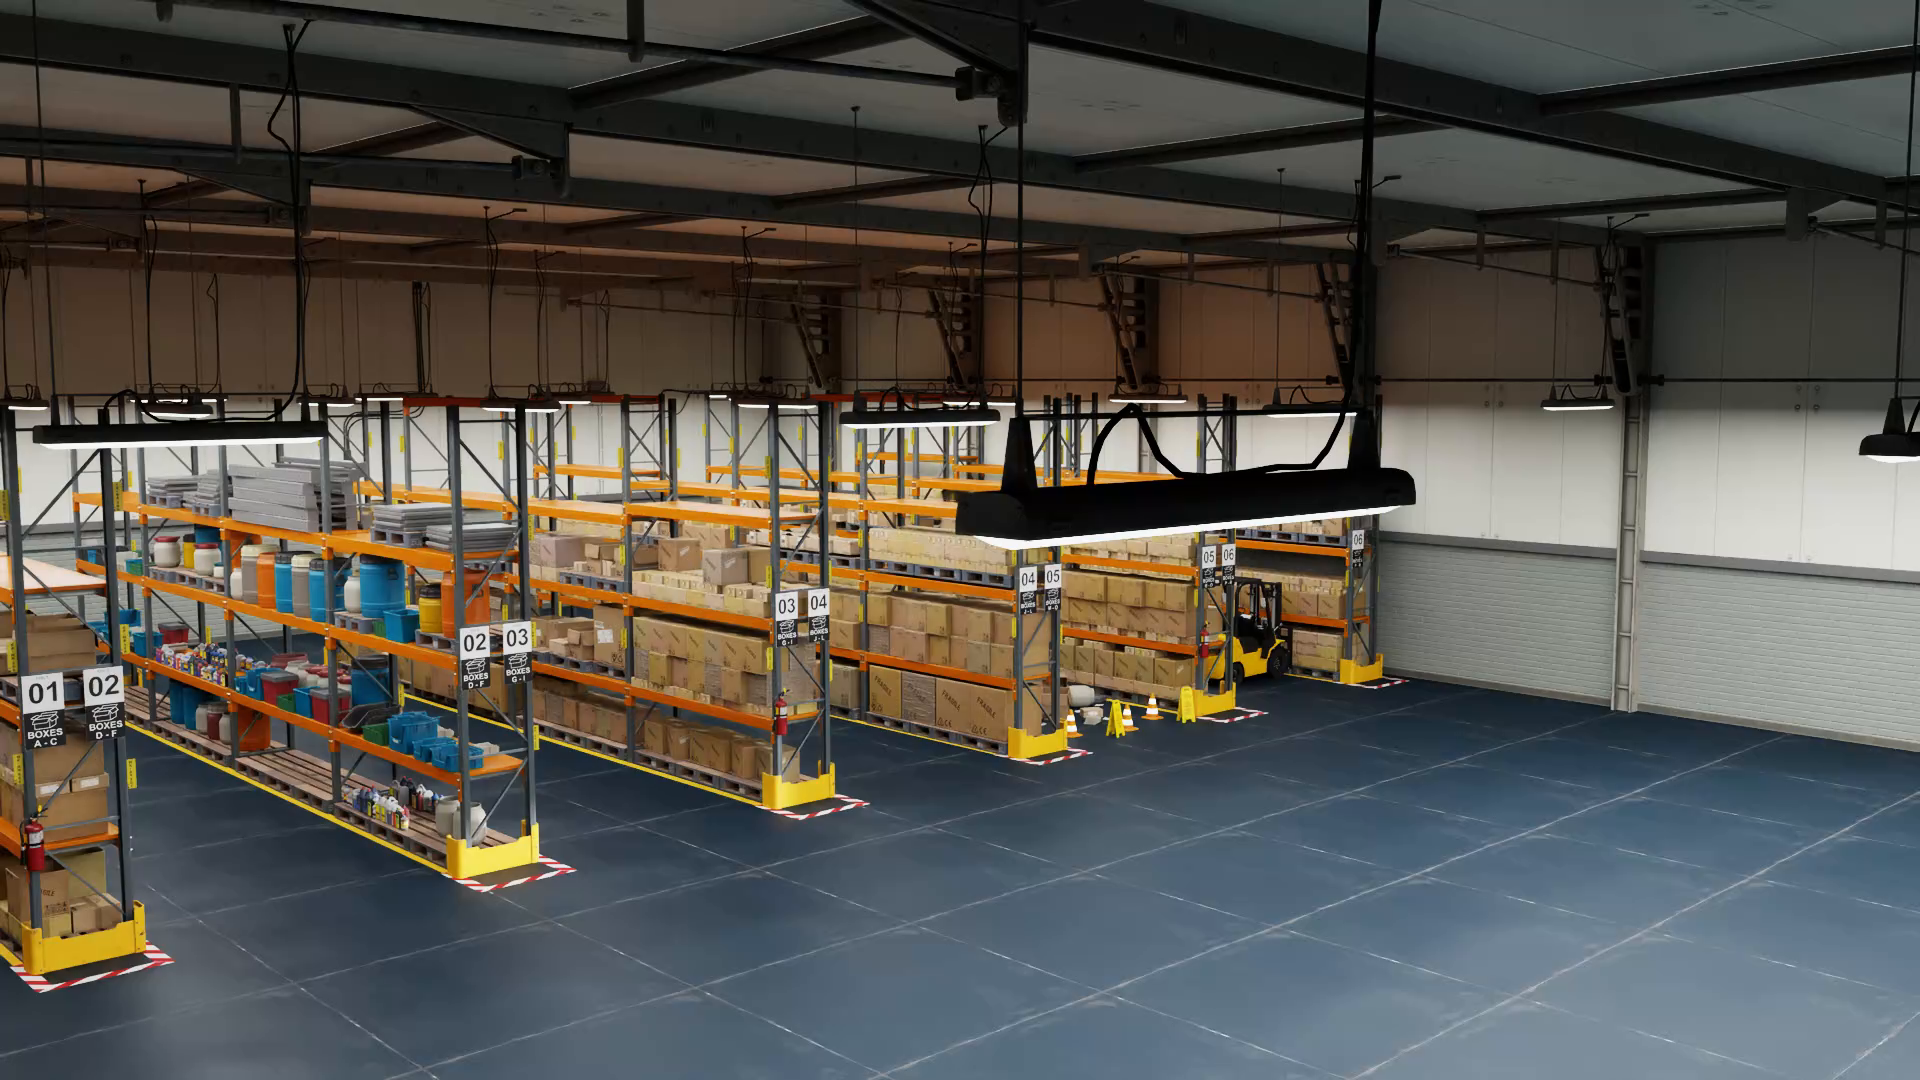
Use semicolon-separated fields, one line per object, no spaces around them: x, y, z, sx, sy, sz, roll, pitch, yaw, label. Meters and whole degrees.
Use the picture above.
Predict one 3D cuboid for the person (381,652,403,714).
-9.549;2.749;27.926;0.613;1.778;0.499;3;6;30;person
